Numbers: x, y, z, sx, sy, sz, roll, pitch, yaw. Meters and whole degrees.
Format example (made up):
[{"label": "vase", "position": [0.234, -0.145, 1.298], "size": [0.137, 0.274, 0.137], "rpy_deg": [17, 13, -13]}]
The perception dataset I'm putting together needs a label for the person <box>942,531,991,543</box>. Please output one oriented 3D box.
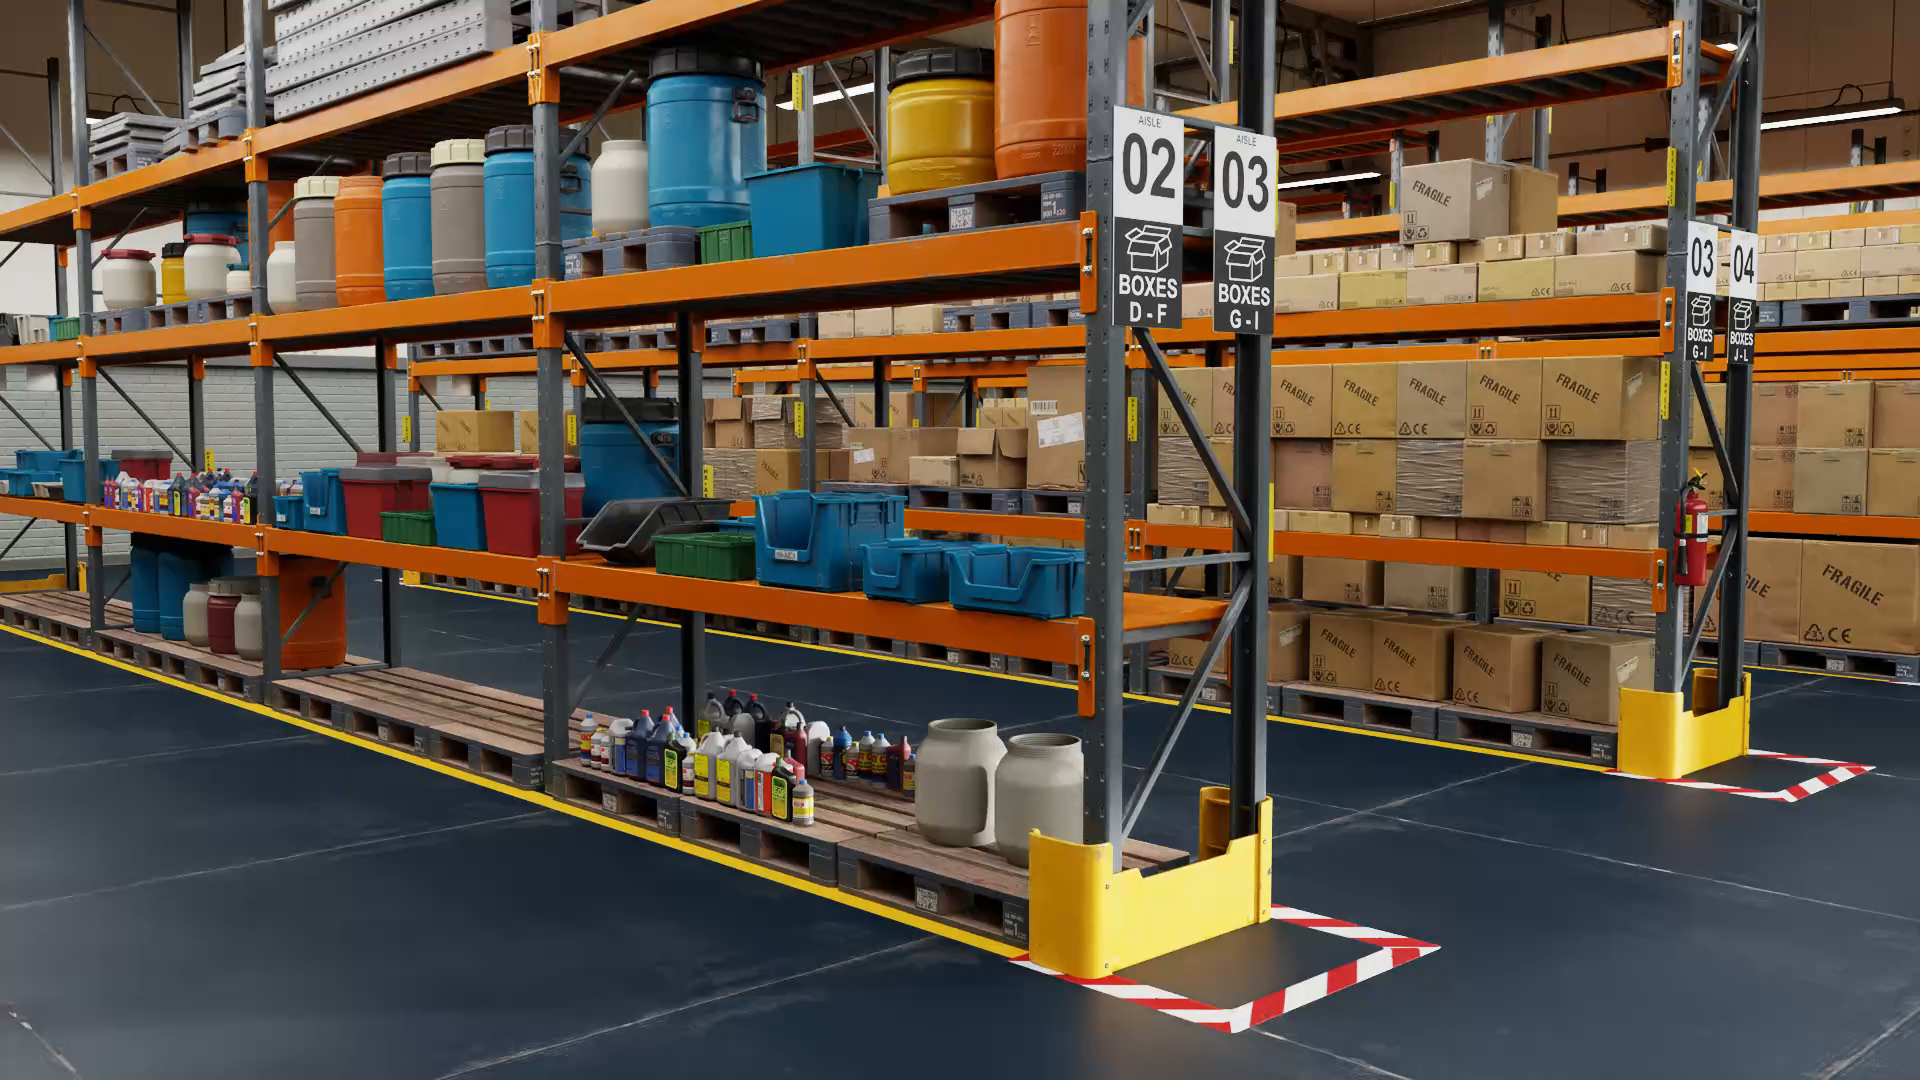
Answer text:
[{"label": "person", "position": [0.030, 0.078, 17.494], "size": [0.405, 1.502, 0.656], "rpy_deg": [4, 6, 45]}]
